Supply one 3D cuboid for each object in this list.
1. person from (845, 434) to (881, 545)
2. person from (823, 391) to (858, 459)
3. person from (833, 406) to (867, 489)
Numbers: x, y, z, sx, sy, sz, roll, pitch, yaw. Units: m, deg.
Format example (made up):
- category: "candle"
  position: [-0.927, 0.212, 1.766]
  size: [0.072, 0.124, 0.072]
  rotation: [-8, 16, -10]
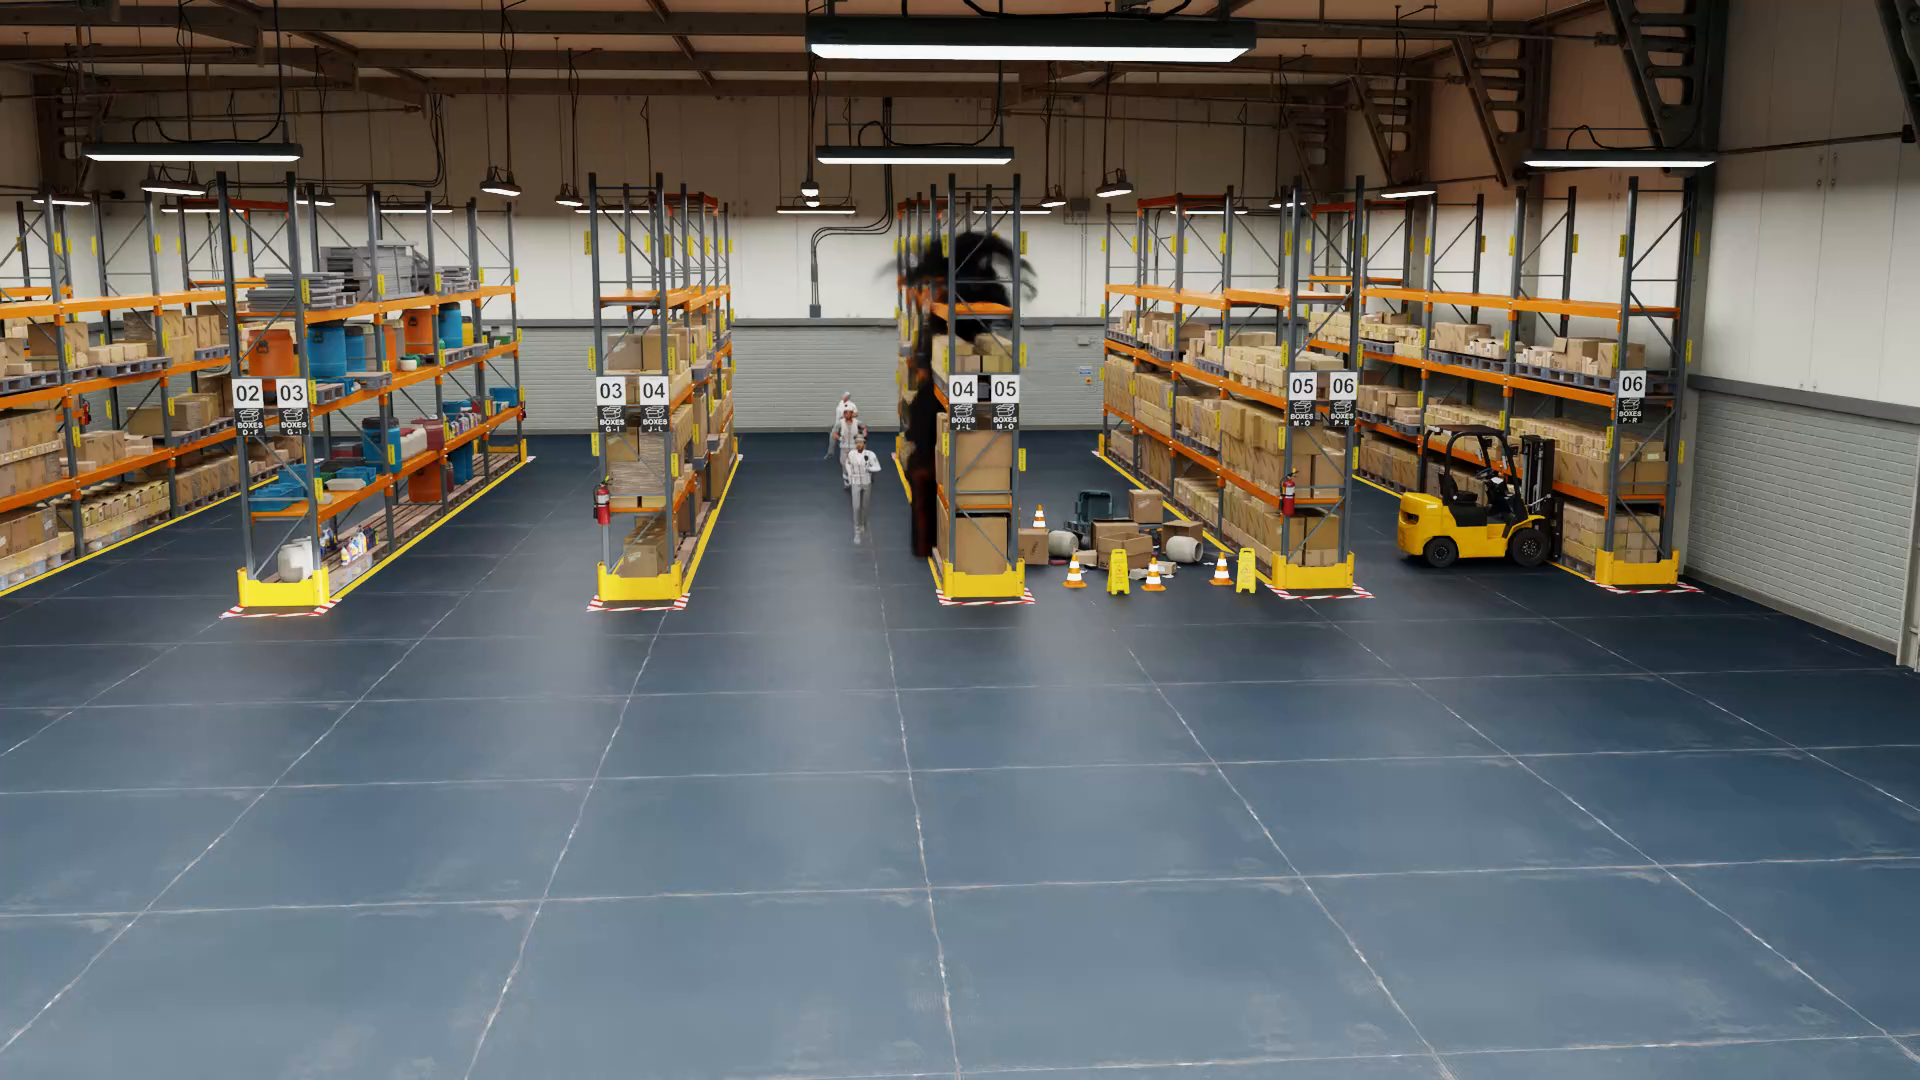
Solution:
- category: "person"
  position: [-1.579, -0.857, 27.082]
  size: [0.584, 1.777, 0.730]
  rotation: [0, 10, -2]
- category: "person"
  position: [-2.749, -2.737, 39.616]
  size: [0.737, 1.623, 0.836]
  rotation: [7, 12, 36]
- category: "person"
  position: [-2.247, -1.820, 33.976]
  size: [0.687, 1.850, 0.742]
  rotation: [0, 10, -2]
